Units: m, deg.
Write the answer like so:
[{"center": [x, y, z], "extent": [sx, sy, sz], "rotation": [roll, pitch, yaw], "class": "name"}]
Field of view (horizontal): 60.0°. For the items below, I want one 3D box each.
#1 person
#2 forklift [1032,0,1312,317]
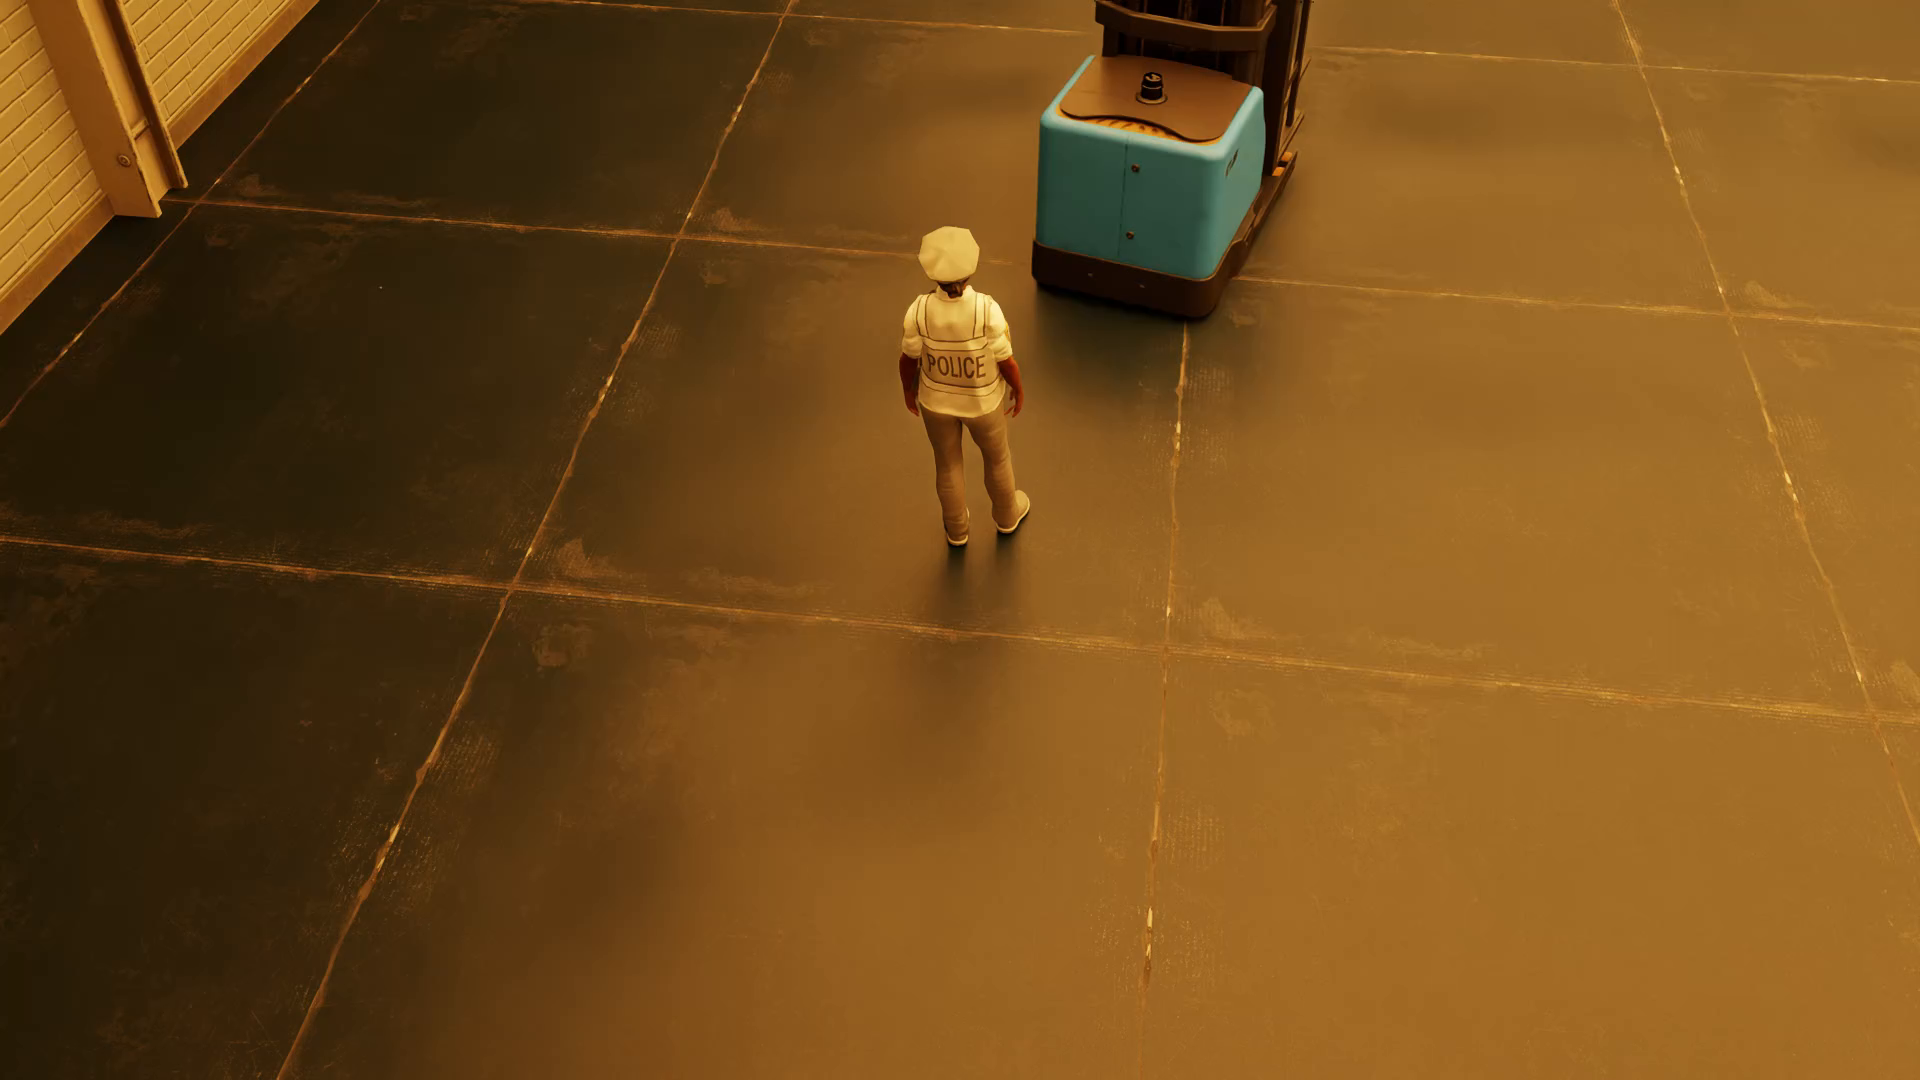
[{"center": [0.030, -0.677, 7.367], "extent": [0.569, 1.693, 0.528], "rotation": [5, 43, 6], "class": "person"}, {"center": [1.444, -3.305, 9.322], "extent": [1.130, 2.935, 3.031], "rotation": [16, 45, 17], "class": "forklift"}]
